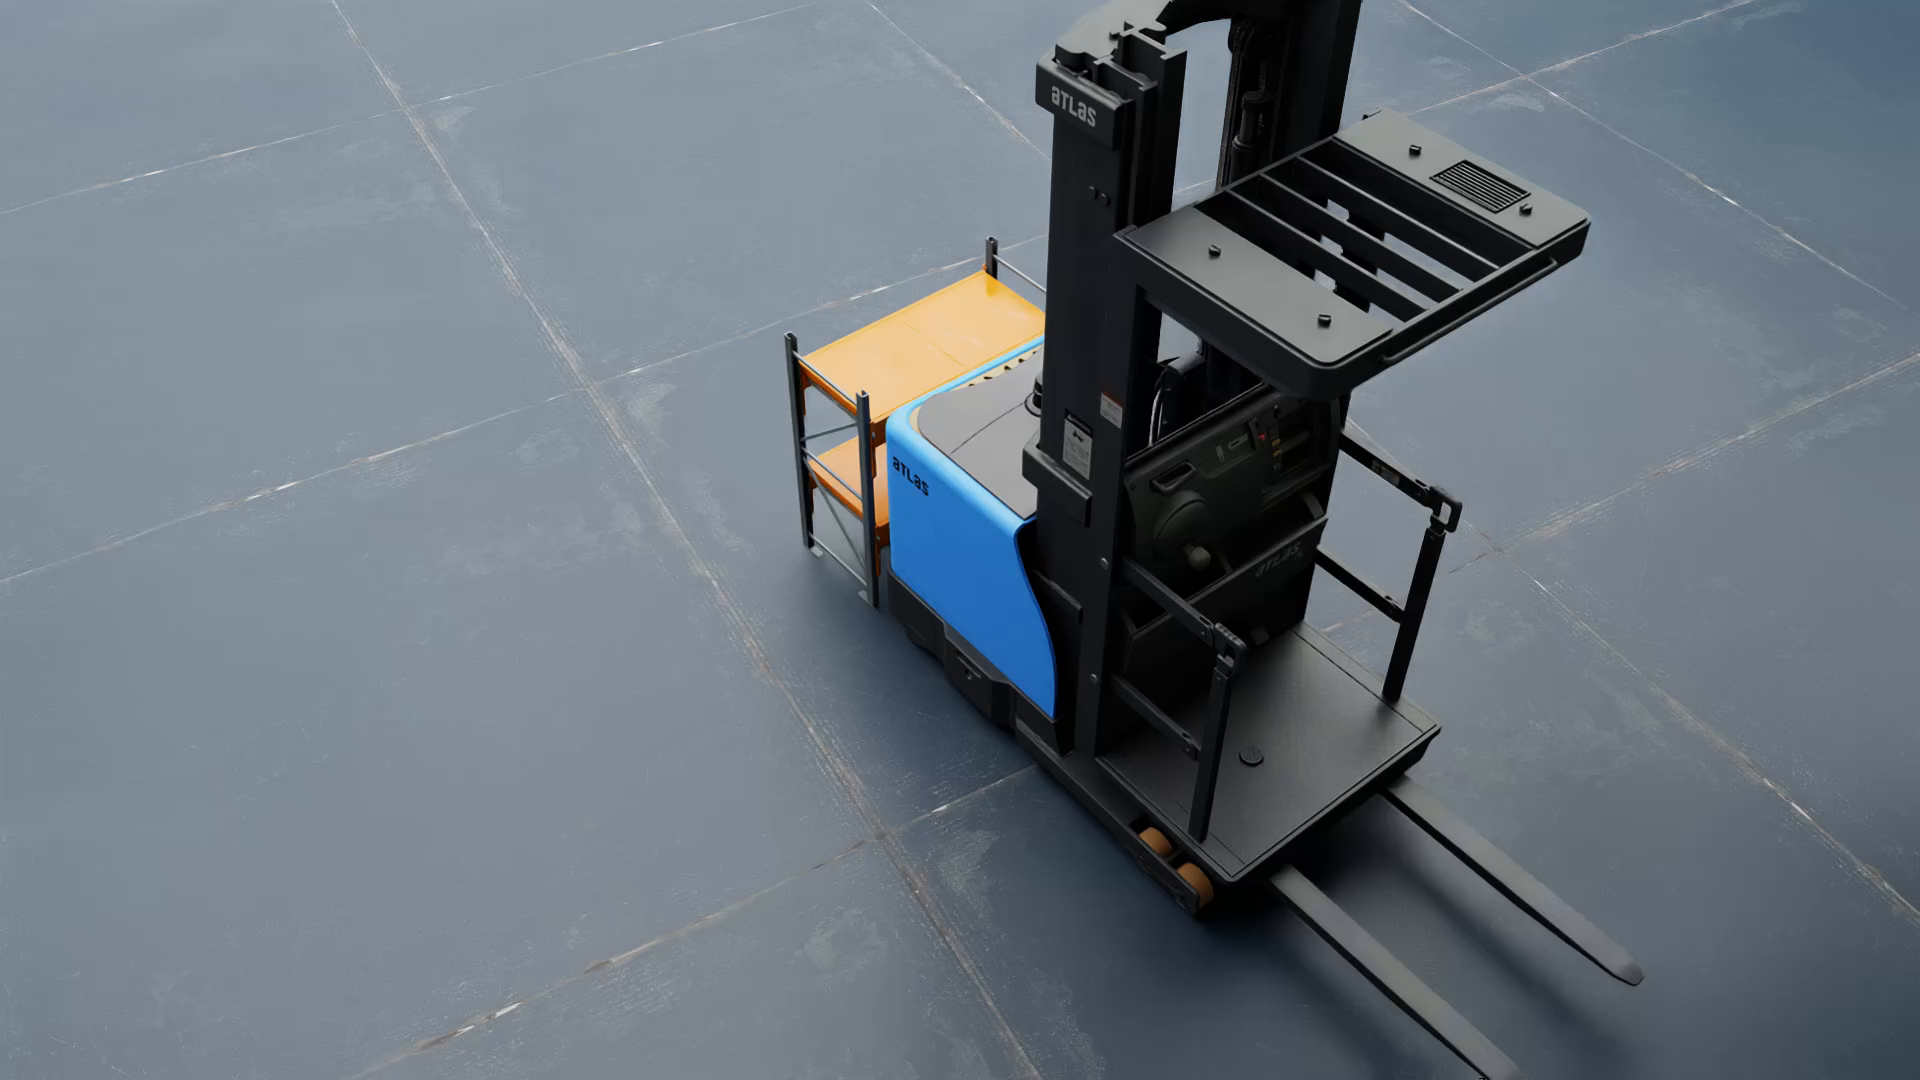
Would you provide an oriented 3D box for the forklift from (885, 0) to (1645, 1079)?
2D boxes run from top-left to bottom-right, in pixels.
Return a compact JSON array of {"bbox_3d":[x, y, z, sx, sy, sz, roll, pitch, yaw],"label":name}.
[{"bbox_3d":[1.022,-0.152,5.231,1.130,2.935,3.031,-29,51,-27],"label":"forklift"}]

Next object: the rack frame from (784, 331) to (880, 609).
[{"bbox_3d":[-0.505,-0.260,6.639,0.032,1.125,0.500,-30,52,-27],"label":"rack frame"}]

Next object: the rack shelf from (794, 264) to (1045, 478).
[{"bbox_3d":[-0.114,-0.696,6.668,1.000,0.278,0.538,-30,52,-27],"label":"rack shelf"}]

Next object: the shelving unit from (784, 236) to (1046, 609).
[{"bbox_3d":[-0.114,-0.486,6.872,1.048,1.125,0.538,-30,52,-27],"label":"shelving unit"}]

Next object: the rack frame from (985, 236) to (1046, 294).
[{"bbox_3d":[0.277,-0.712,7.105,0.032,1.125,0.500,-30,52,-27],"label":"rack frame"}]

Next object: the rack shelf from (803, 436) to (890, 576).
[{"bbox_3d":[-0.114,-0.310,7.043,1.000,0.278,0.538,-30,52,-27],"label":"rack shelf"}]
